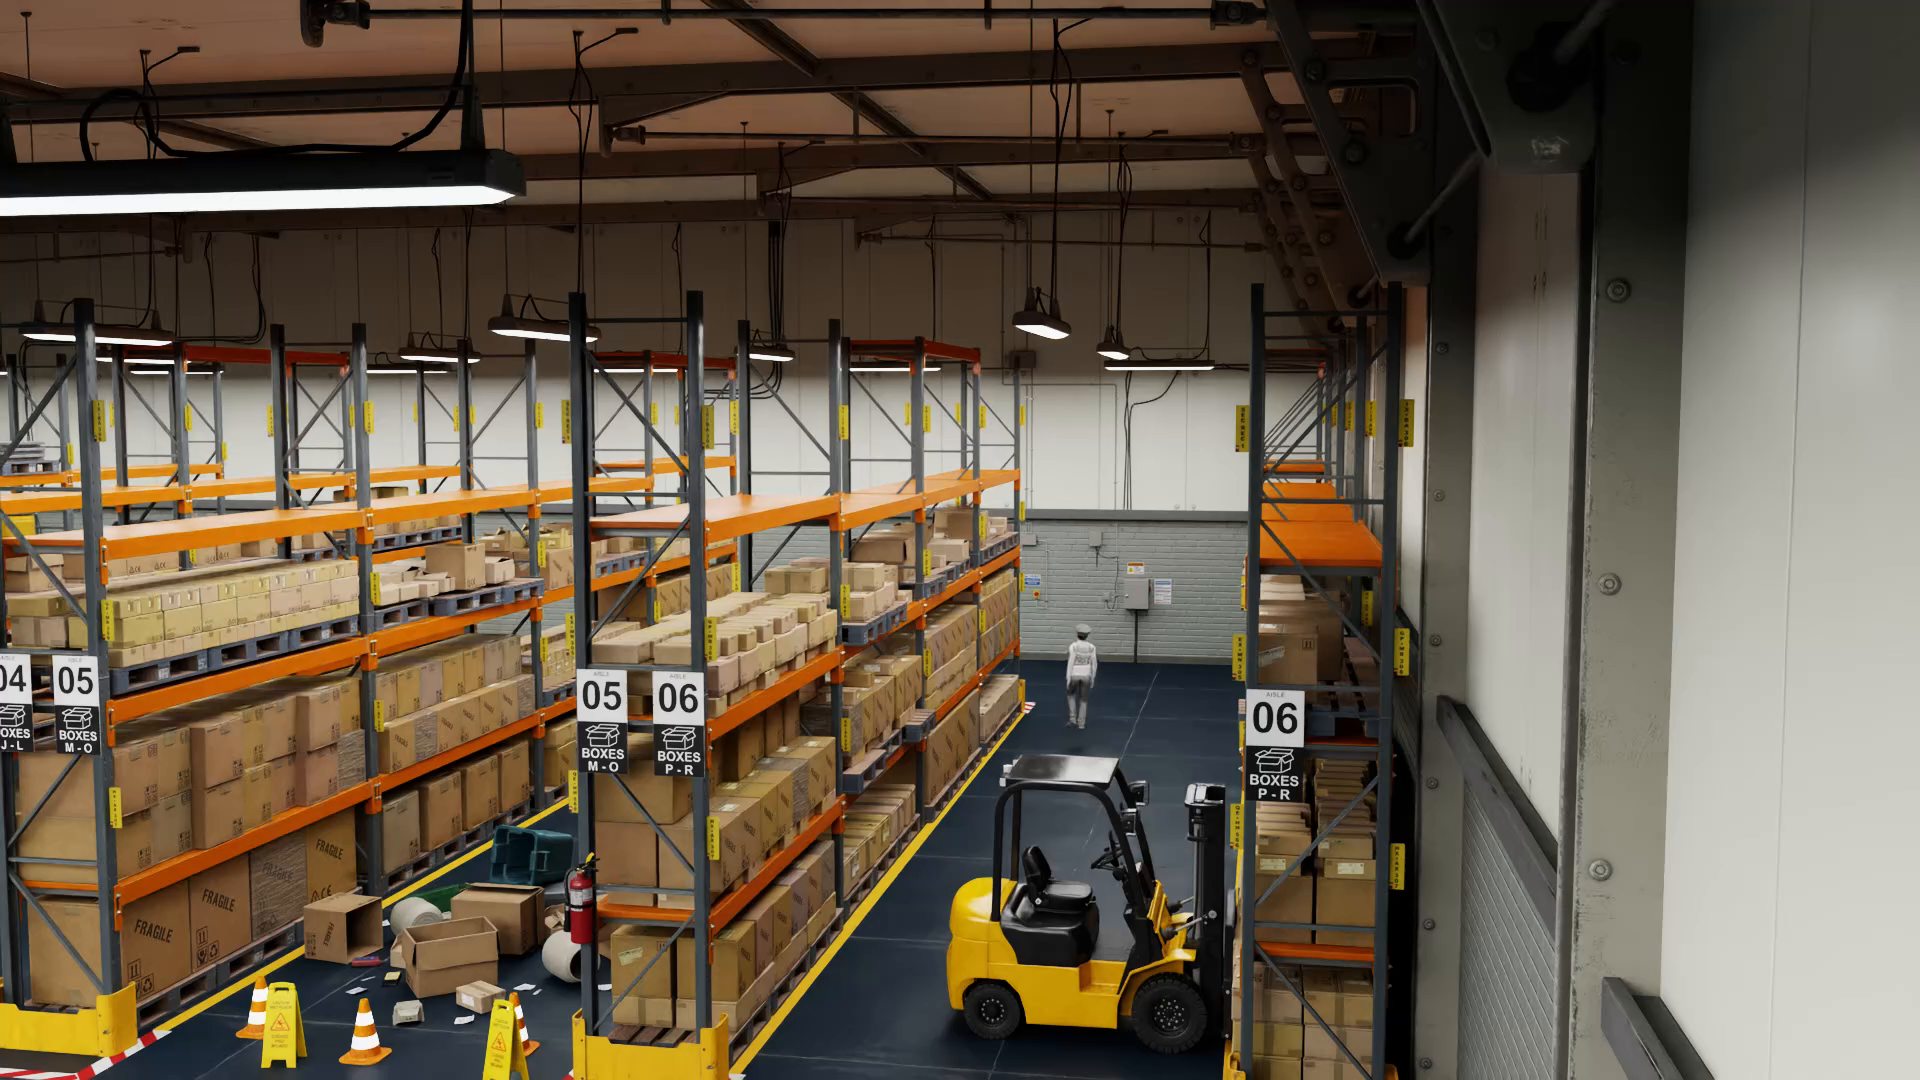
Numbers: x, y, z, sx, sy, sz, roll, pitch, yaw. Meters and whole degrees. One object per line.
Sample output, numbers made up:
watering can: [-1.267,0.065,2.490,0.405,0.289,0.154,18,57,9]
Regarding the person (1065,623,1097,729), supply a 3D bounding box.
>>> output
person: [1.853,2.091,25.320,0.483,1.631,0.630,0,5,1]
